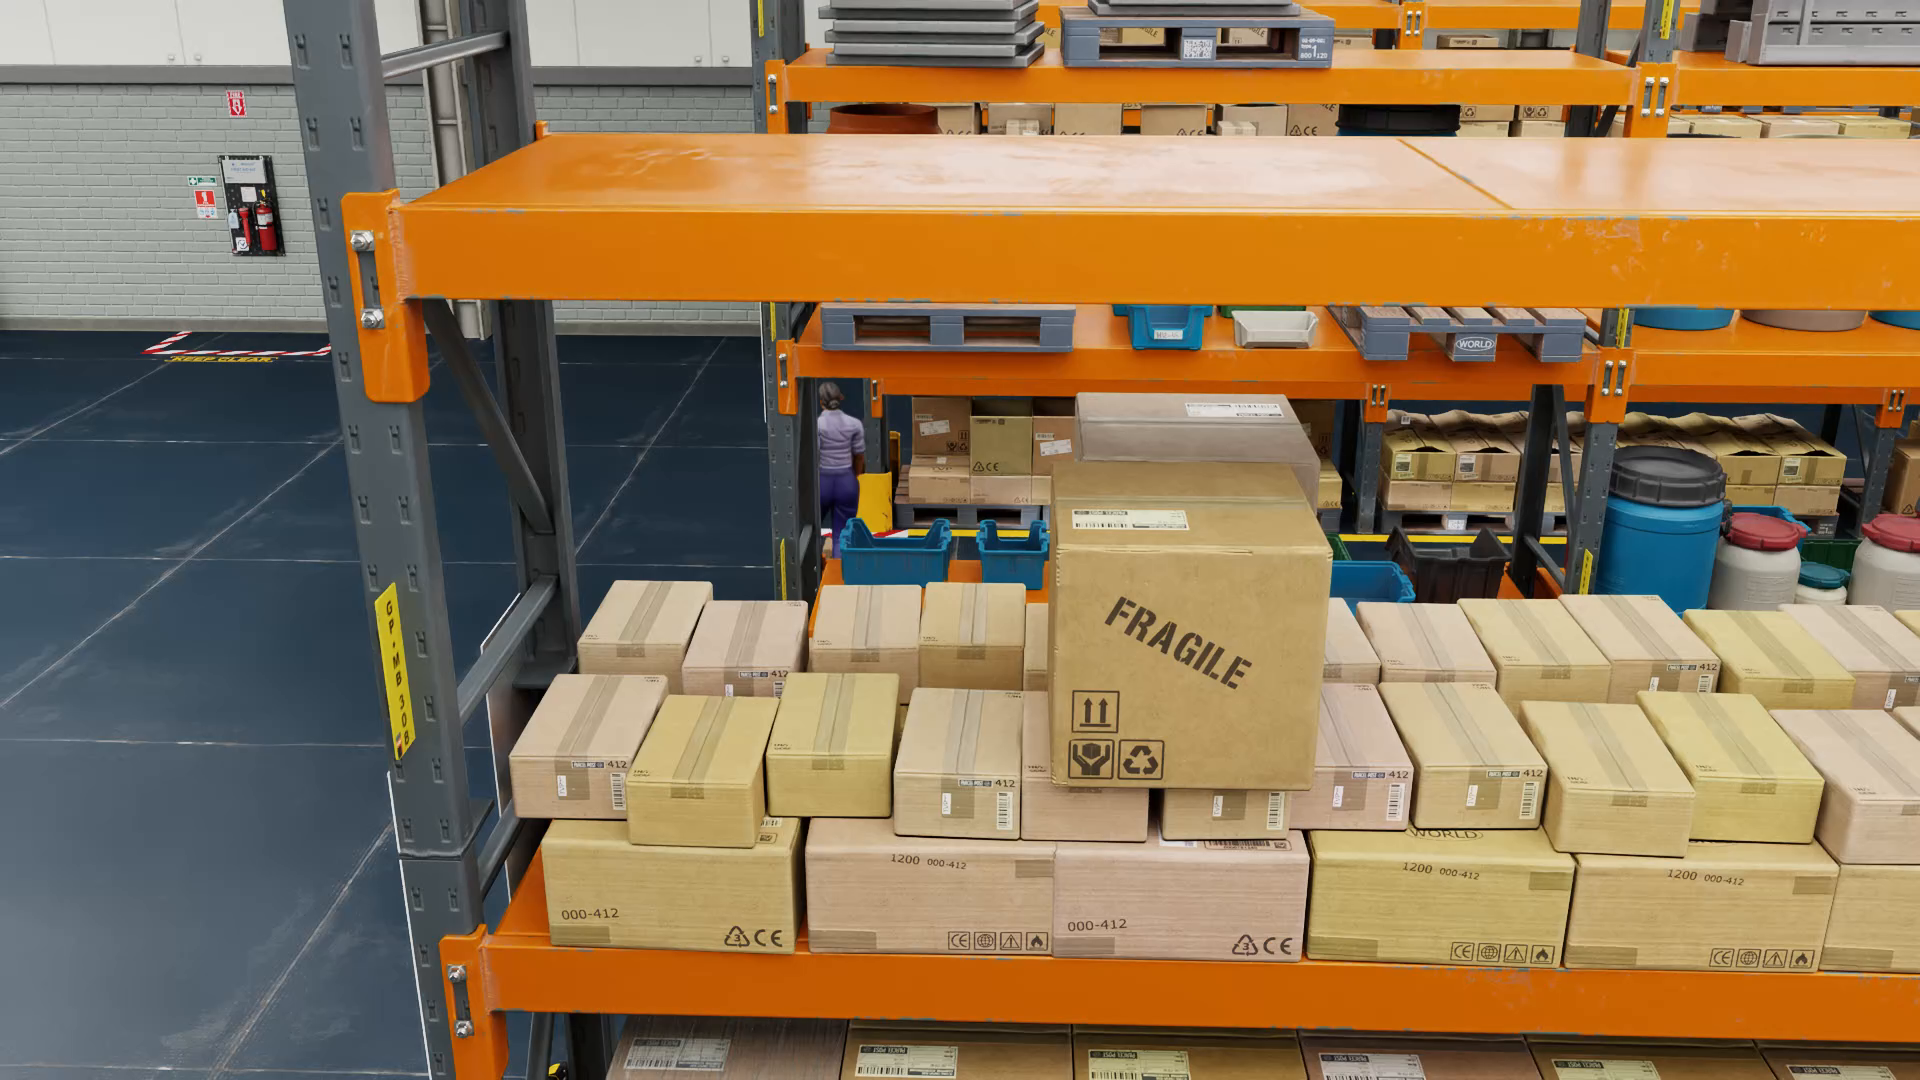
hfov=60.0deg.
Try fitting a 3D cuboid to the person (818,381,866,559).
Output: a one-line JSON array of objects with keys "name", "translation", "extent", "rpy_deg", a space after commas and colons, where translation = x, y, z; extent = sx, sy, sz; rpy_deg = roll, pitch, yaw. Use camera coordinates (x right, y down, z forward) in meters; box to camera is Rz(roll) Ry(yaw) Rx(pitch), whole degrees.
[{"name": "person", "translation": [-0.945, -0.386, 12.081], "extent": [0.523, 1.624, 0.786], "rpy_deg": [-5, 21, -12]}]
